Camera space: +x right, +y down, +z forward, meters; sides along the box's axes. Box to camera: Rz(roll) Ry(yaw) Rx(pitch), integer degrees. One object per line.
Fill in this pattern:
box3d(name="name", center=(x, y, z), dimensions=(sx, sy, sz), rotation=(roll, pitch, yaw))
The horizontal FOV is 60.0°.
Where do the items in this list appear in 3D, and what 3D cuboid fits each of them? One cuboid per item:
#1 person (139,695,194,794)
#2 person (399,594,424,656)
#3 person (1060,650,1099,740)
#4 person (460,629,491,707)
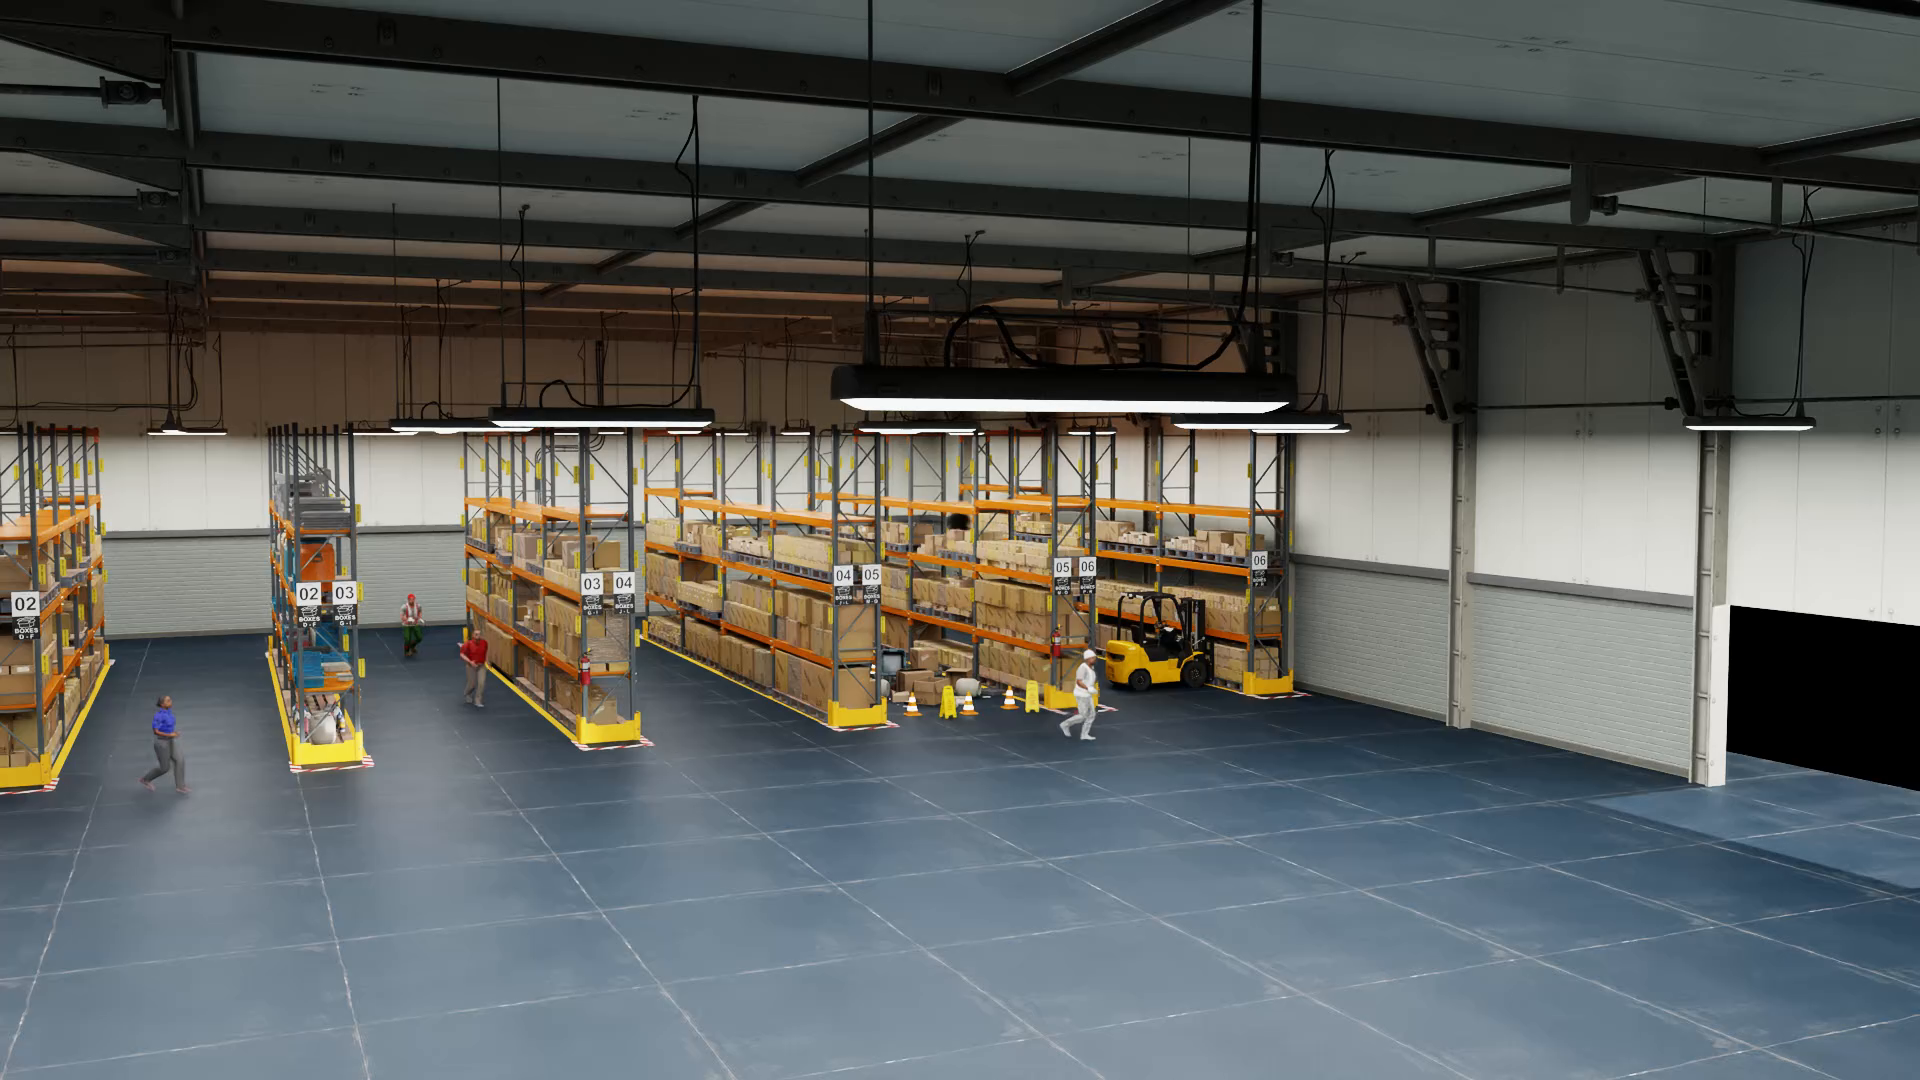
box3d(name="person", center=(-12.800, 3.300, 26.702), dimensions=(0.835, 1.652, 0.615), rotation=(0, 3, -4))
box3d(name="person", center=(-14.350, 2.230, 43.561), dimensions=(0.694, 1.673, 0.798), rotation=(-3, 4, -39))
box3d(name="person", center=(2.293, 2.940, 31.546), dimensions=(0.782, 1.732, 0.684), rotation=(1, 4, 22))
box3d(name="person", center=(-10.378, 2.726, 35.551), dimensions=(0.659, 1.678, 0.775), rotation=(-2, 4, -34))
